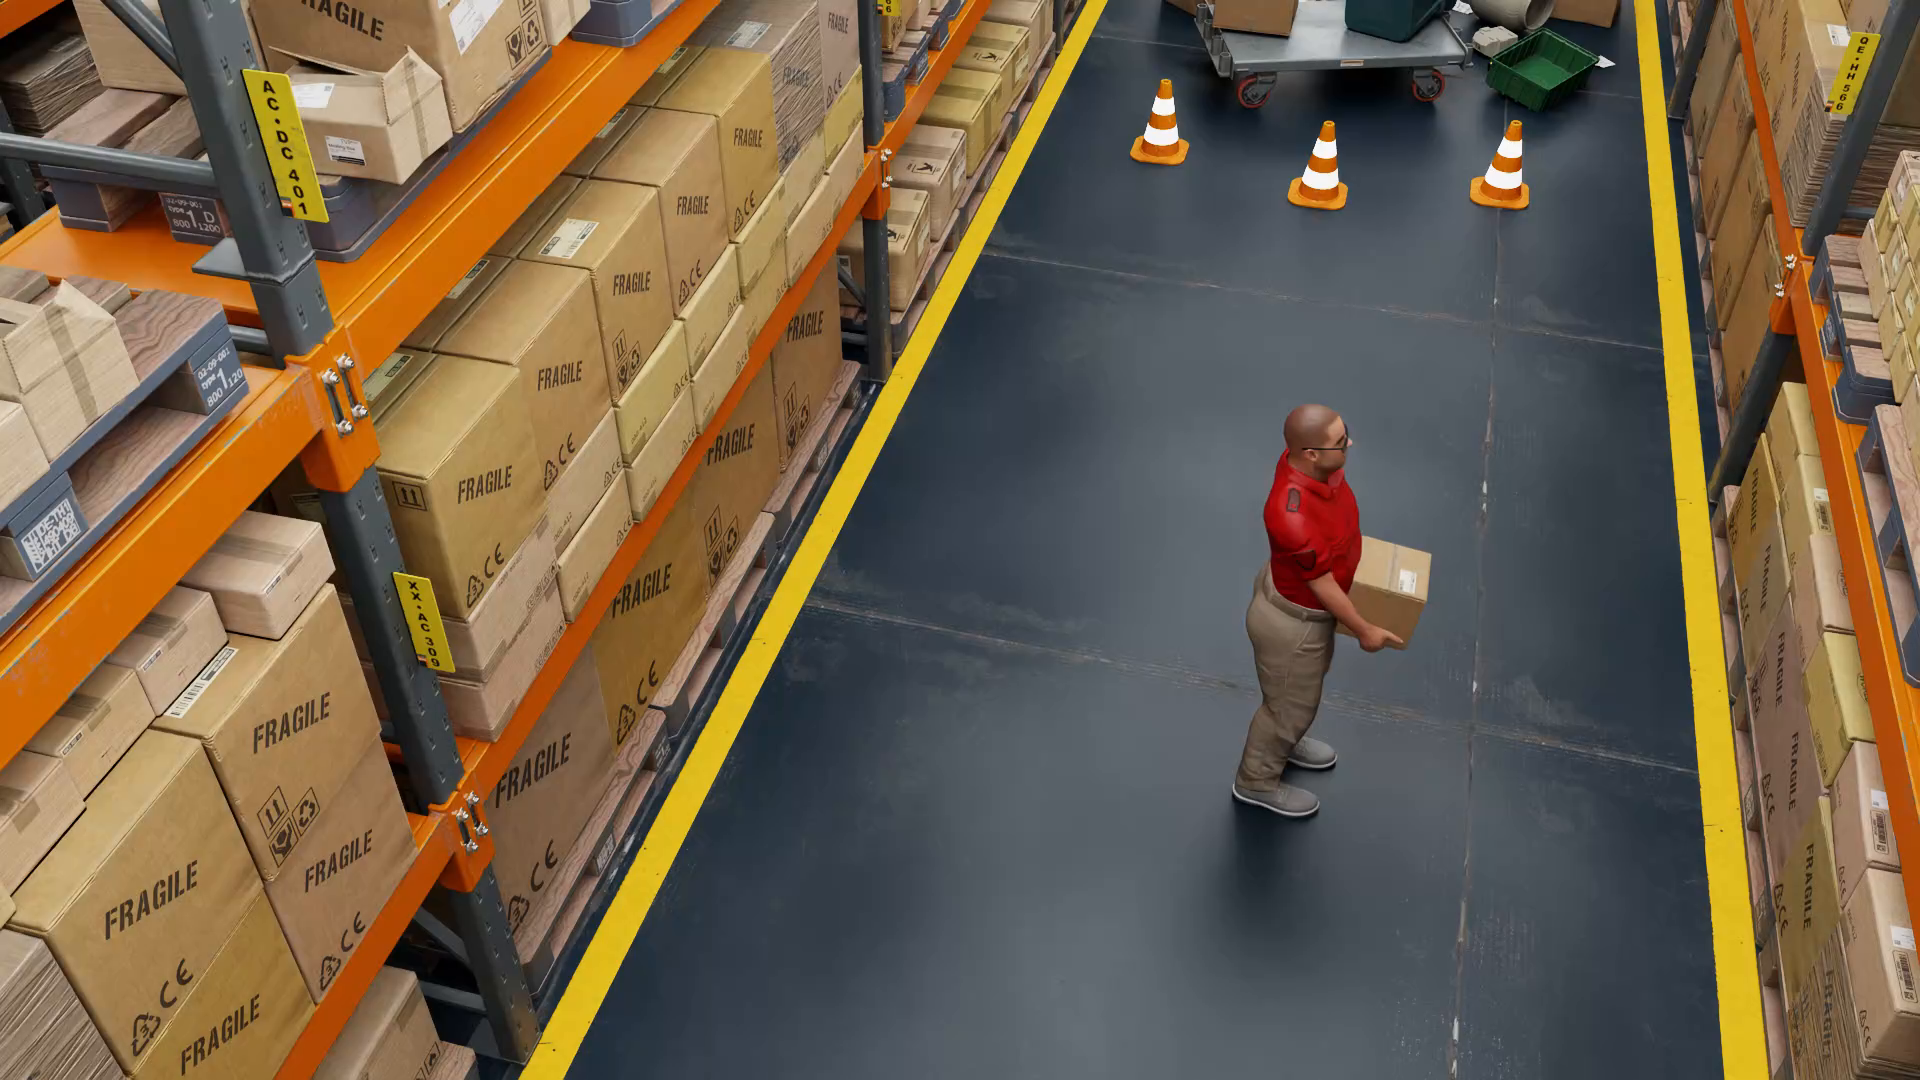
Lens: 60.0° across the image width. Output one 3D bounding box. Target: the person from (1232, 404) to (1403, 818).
[{"bbox_3d":[1.294,0.259,5.879,0.538,1.718,0.494,11,42,12],"label":"person"}]
